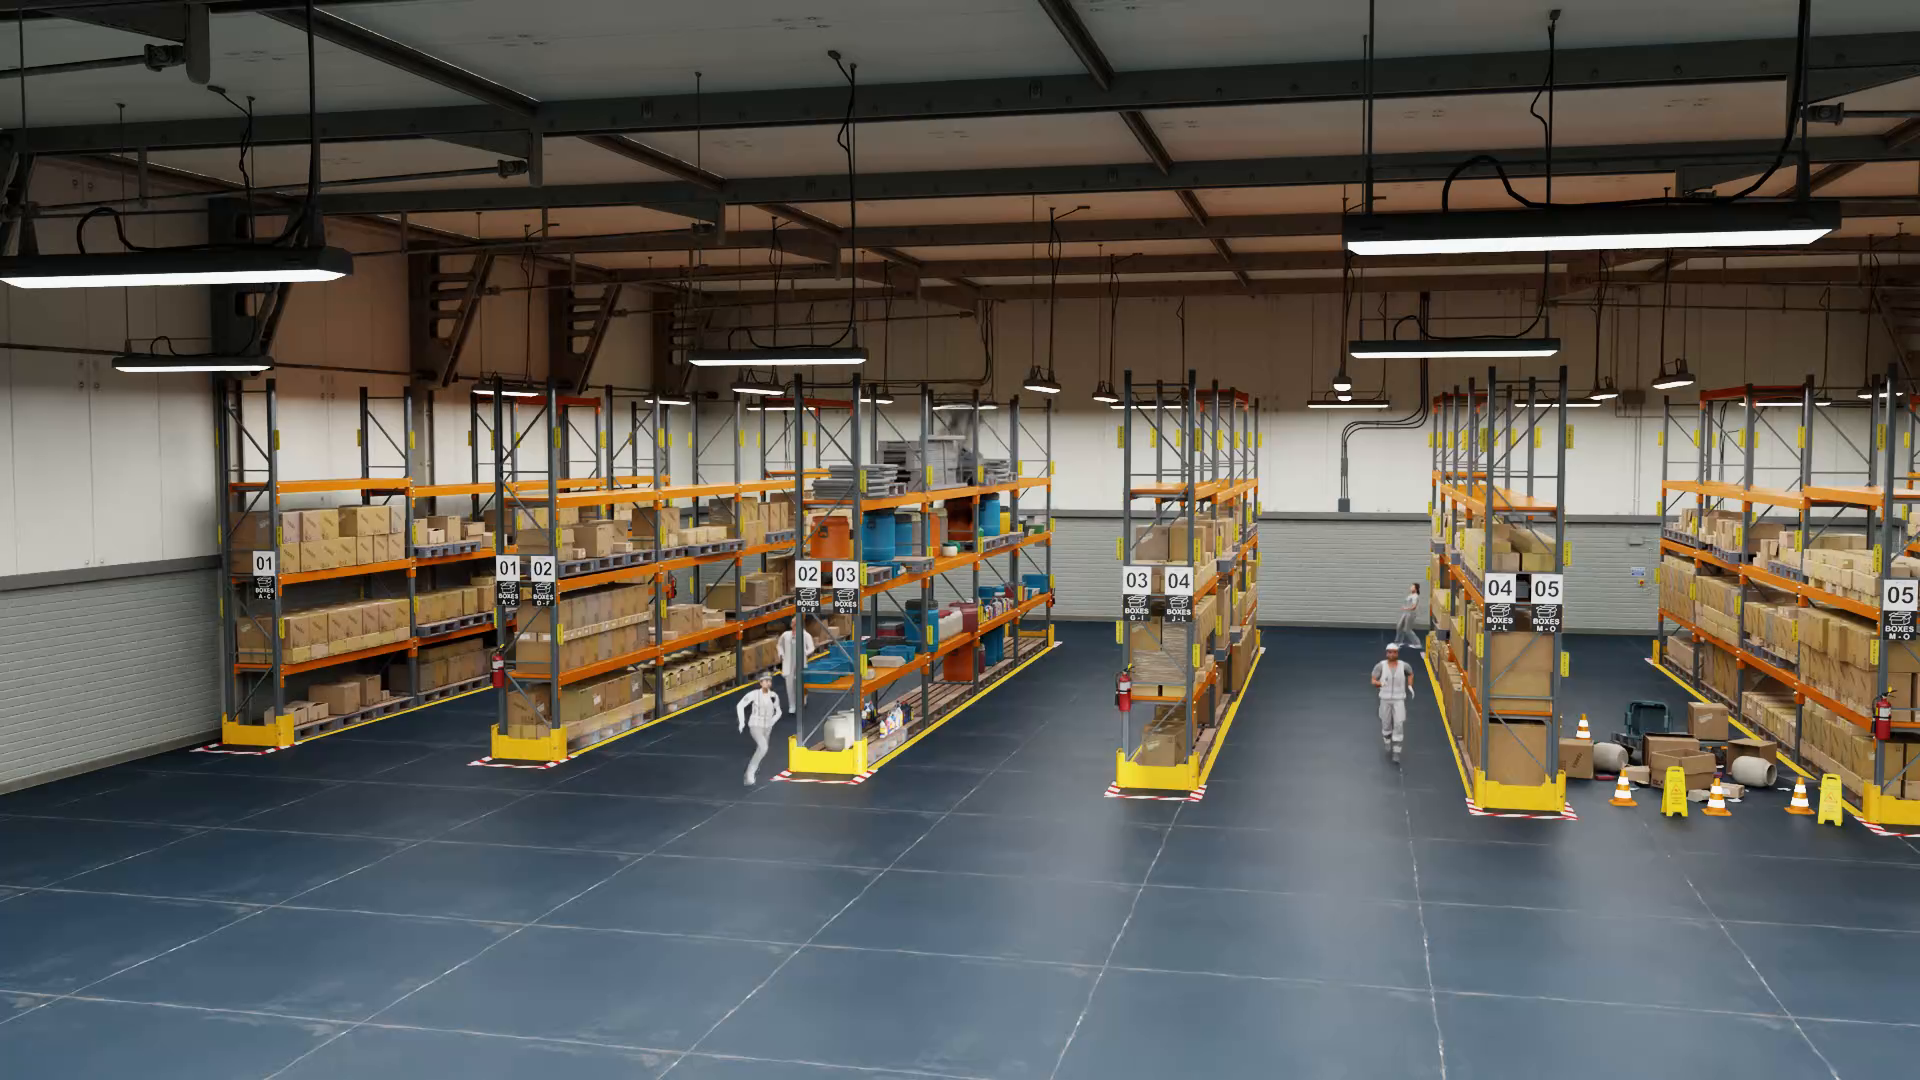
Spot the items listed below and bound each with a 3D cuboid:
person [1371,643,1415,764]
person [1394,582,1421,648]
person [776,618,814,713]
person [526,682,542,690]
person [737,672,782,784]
[{"bbox_3d":[6.778,2.518,26.043,0.661,1.813,0.929,1,4,15],"label":"person"},{"bbox_3d":[10.669,1.820,39.656,0.695,1.652,0.699,1,3,9],"label":"person"},{"bbox_3d":[-3.044,2.336,30.642,0.715,1.653,0.826,0,3,3],"label":"person"},{"bbox_3d":[-7.553,2.399,29.710,0.611,1.672,0.539,1,4,16],"label":"person"},{"bbox_3d":[-2.848,2.725,24.077,0.606,1.628,0.598,-2,4,-33],"label":"person"}]
